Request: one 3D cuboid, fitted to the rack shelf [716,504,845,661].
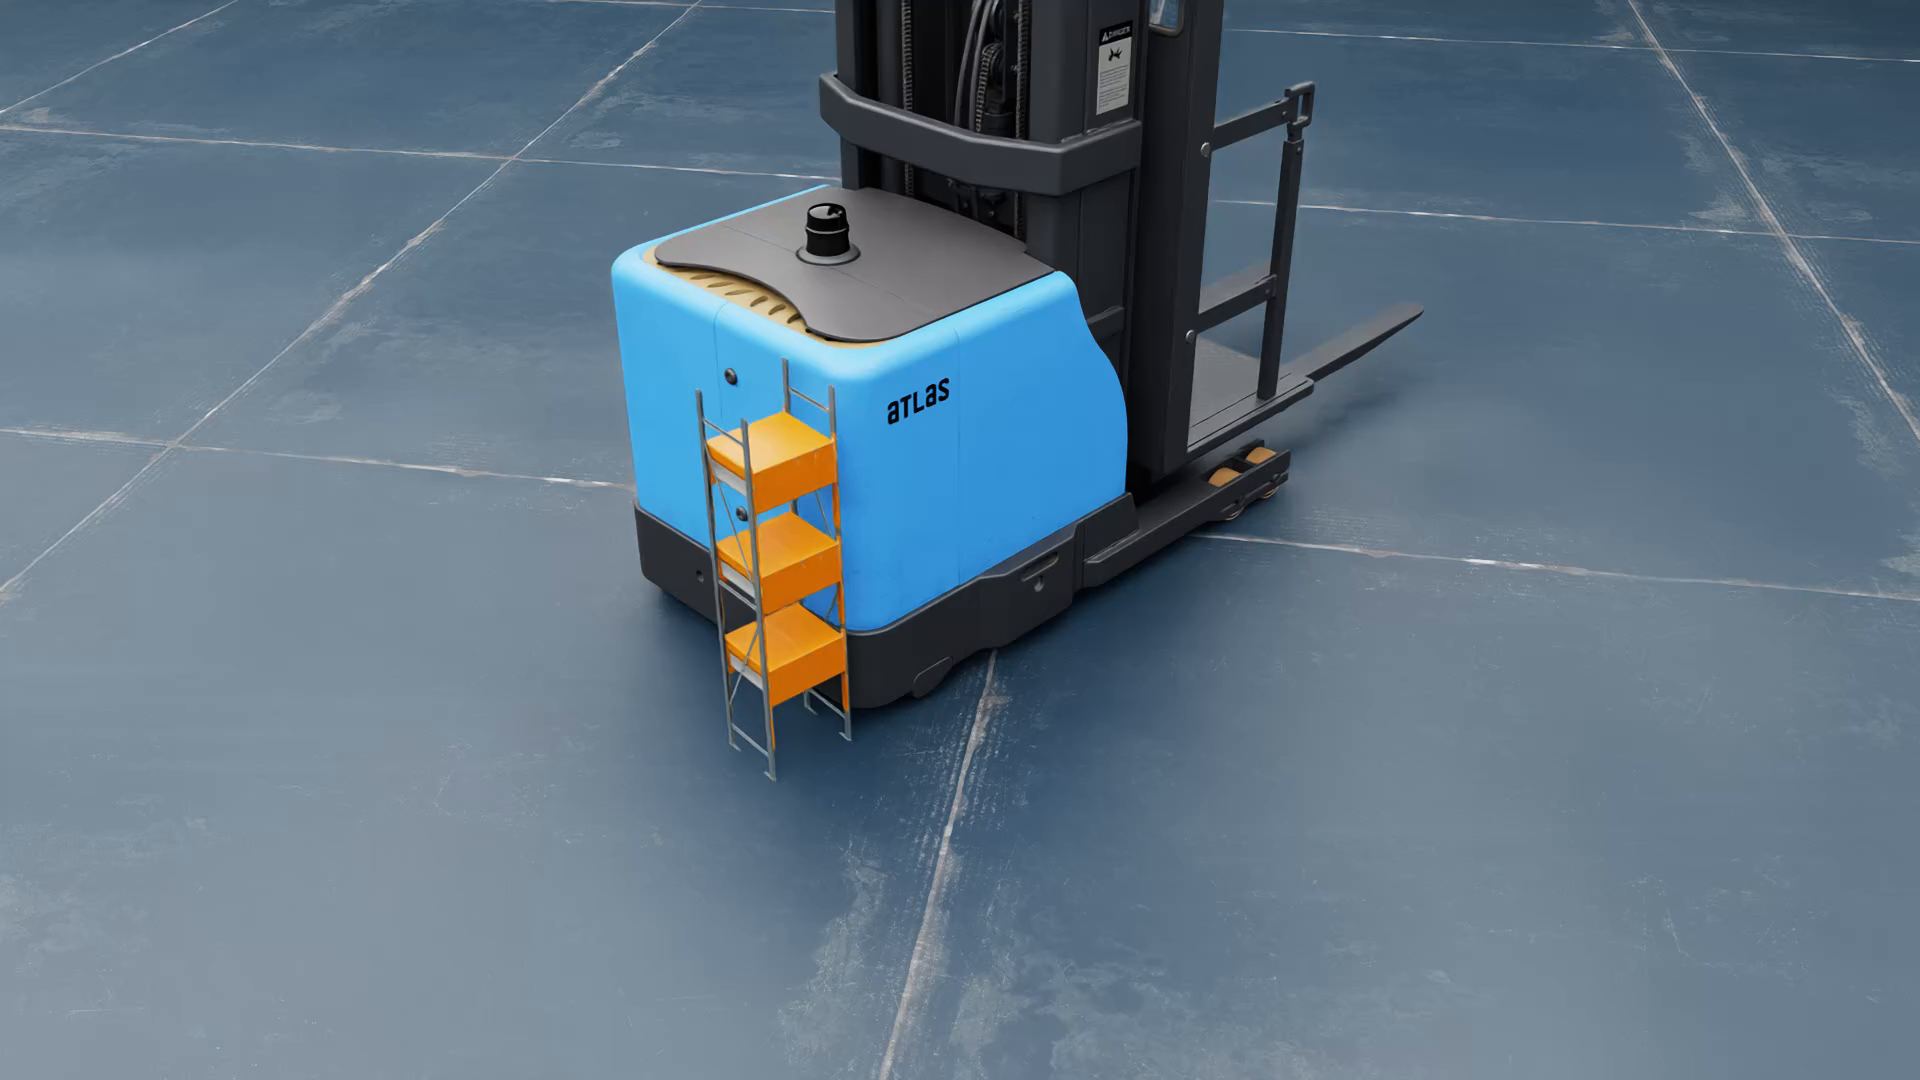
[{"bbox_3d":[-0.448,0.102,4.115,0.240,0.259,0.215,-25,40,-34],"label":"rack shelf"}]

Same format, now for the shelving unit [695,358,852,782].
[{"bbox_3d":[-0.448,0.093,4.110,0.252,1.050,0.215,-25,40,-34],"label":"shelving unit"}]

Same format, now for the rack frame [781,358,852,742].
[{"bbox_3d":[-0.356,0.050,4.177,0.008,1.050,0.200,-25,40,-34],"label":"rack frame"}]

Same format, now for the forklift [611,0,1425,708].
[{"bbox_3d":[0.439,-1.478,4.849,1.130,2.935,3.031,28,41,37],"label":"forklift"}]

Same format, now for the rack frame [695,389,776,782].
[{"bbox_3d":[-0.540,0.136,4.042,0.008,1.050,0.200,-25,40,-34],"label":"rack frame"}]

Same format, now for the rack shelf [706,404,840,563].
[{"bbox_3d":[-0.449,-0.138,3.963,0.240,0.259,0.215,-25,40,-34],"label":"rack shelf"}]

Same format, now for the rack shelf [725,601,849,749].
[{"bbox_3d":[-0.448,0.336,4.264,0.240,0.259,0.215,-25,40,-34],"label":"rack shelf"}]
